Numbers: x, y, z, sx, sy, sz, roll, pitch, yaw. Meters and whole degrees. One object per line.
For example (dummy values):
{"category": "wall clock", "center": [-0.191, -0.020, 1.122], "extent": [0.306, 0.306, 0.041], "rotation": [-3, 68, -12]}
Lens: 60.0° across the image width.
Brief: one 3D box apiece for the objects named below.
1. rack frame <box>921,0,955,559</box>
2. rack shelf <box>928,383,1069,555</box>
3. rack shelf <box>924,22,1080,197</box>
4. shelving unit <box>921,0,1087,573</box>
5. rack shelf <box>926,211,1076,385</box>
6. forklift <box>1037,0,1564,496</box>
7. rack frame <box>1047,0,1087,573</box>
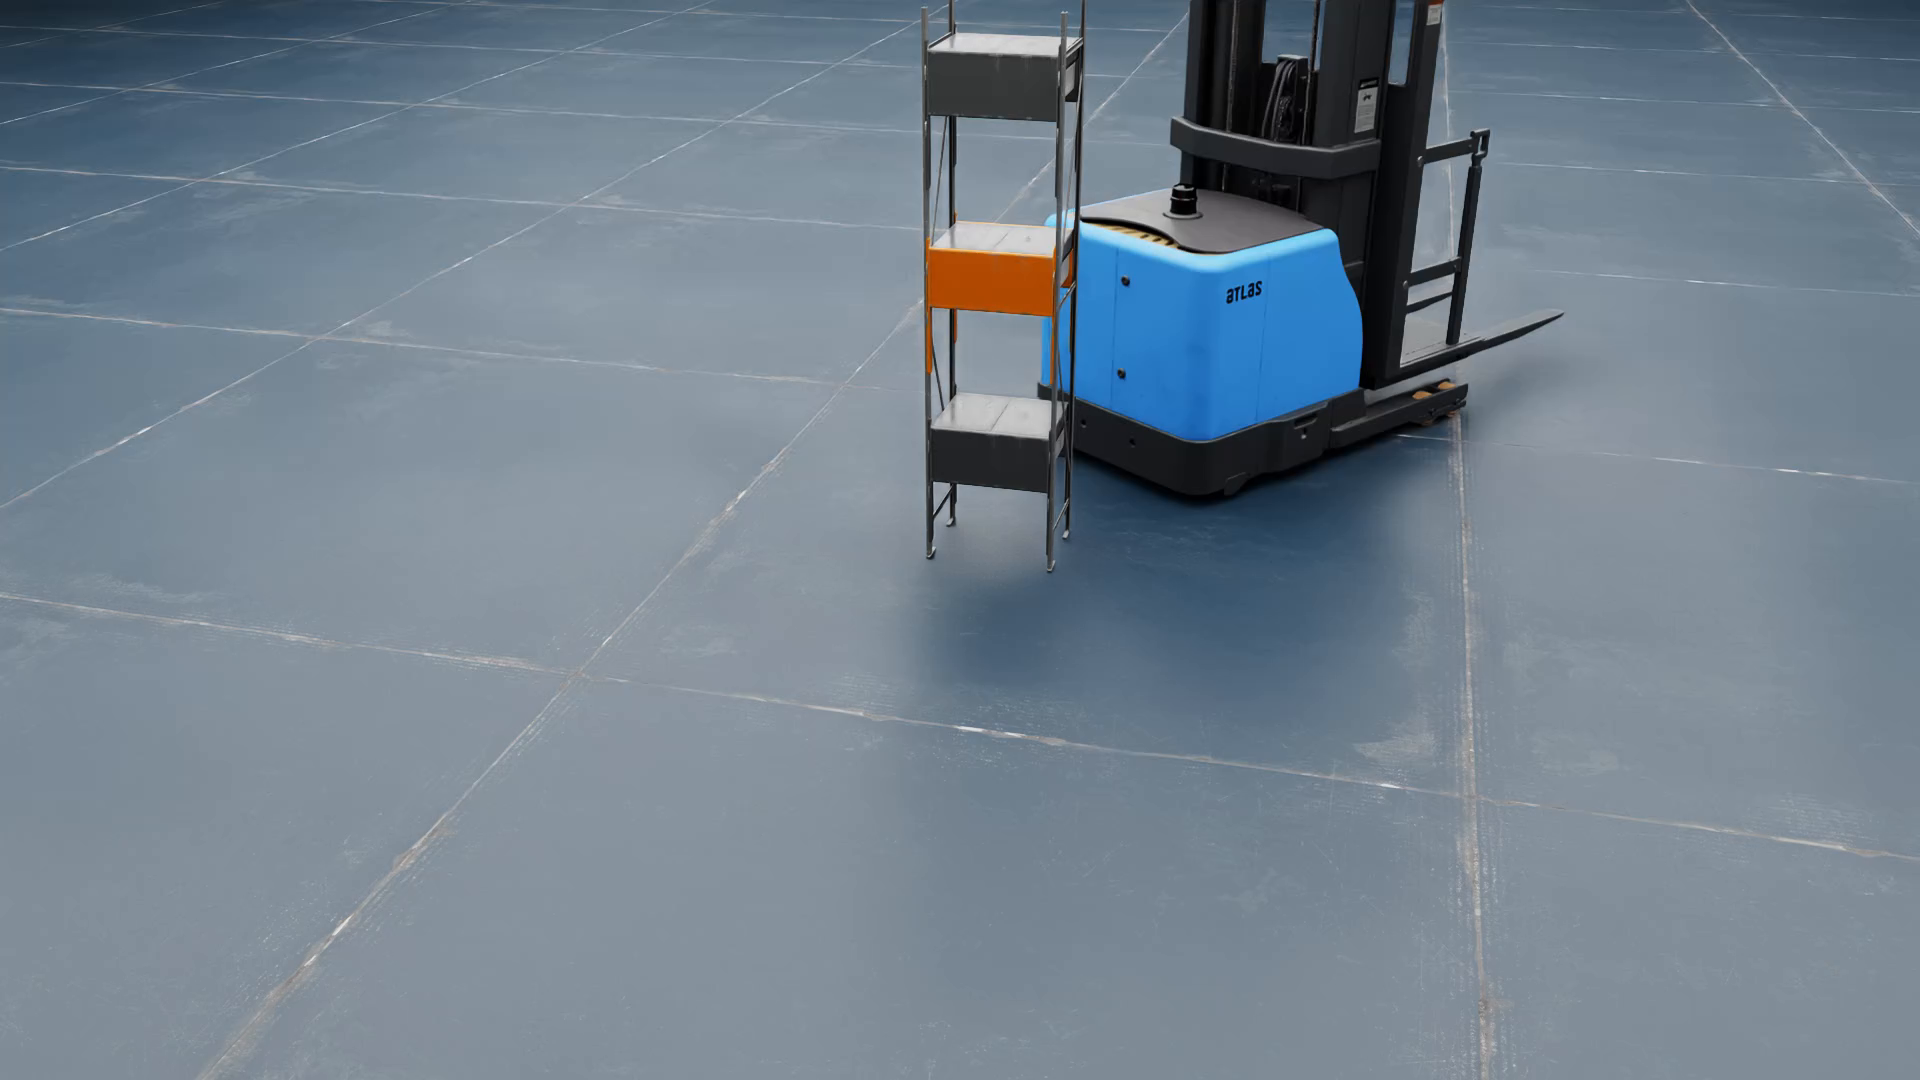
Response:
{"category": "rack frame", "center": [-0.076, -0.956, 6.316], "extent": [0.015, 2.100, 0.400], "rotation": [6, 26, 13]}
{"category": "rack shelf", "center": [0.160, -0.286, 6.568], "extent": [0.480, 0.518, 0.431], "rotation": [6, 26, 13]}
{"category": "rack shelf", "center": [0.160, -1.550, 5.966], "extent": [0.480, 0.518, 0.431], "rotation": [6, 26, 13]}
{"category": "shelving unit", "center": [0.160, -0.930, 6.261], "extent": [0.503, 2.100, 0.431], "rotation": [6, 26, 13]}
{"category": "rack shelf", "center": [0.160, -0.918, 6.267], "extent": [0.480, 0.518, 0.431], "rotation": [6, 26, 13]}
{"category": "forklift", "center": [1.808, -2.017, 7.576], "extent": [3.031, 2.935, 1.130], "rotation": [-20, 32, -35]}
{"category": "rack frame", "center": [0.397, -0.904, 6.207], "extent": [0.015, 2.100, 0.400], "rotation": [6, 26, 13]}
